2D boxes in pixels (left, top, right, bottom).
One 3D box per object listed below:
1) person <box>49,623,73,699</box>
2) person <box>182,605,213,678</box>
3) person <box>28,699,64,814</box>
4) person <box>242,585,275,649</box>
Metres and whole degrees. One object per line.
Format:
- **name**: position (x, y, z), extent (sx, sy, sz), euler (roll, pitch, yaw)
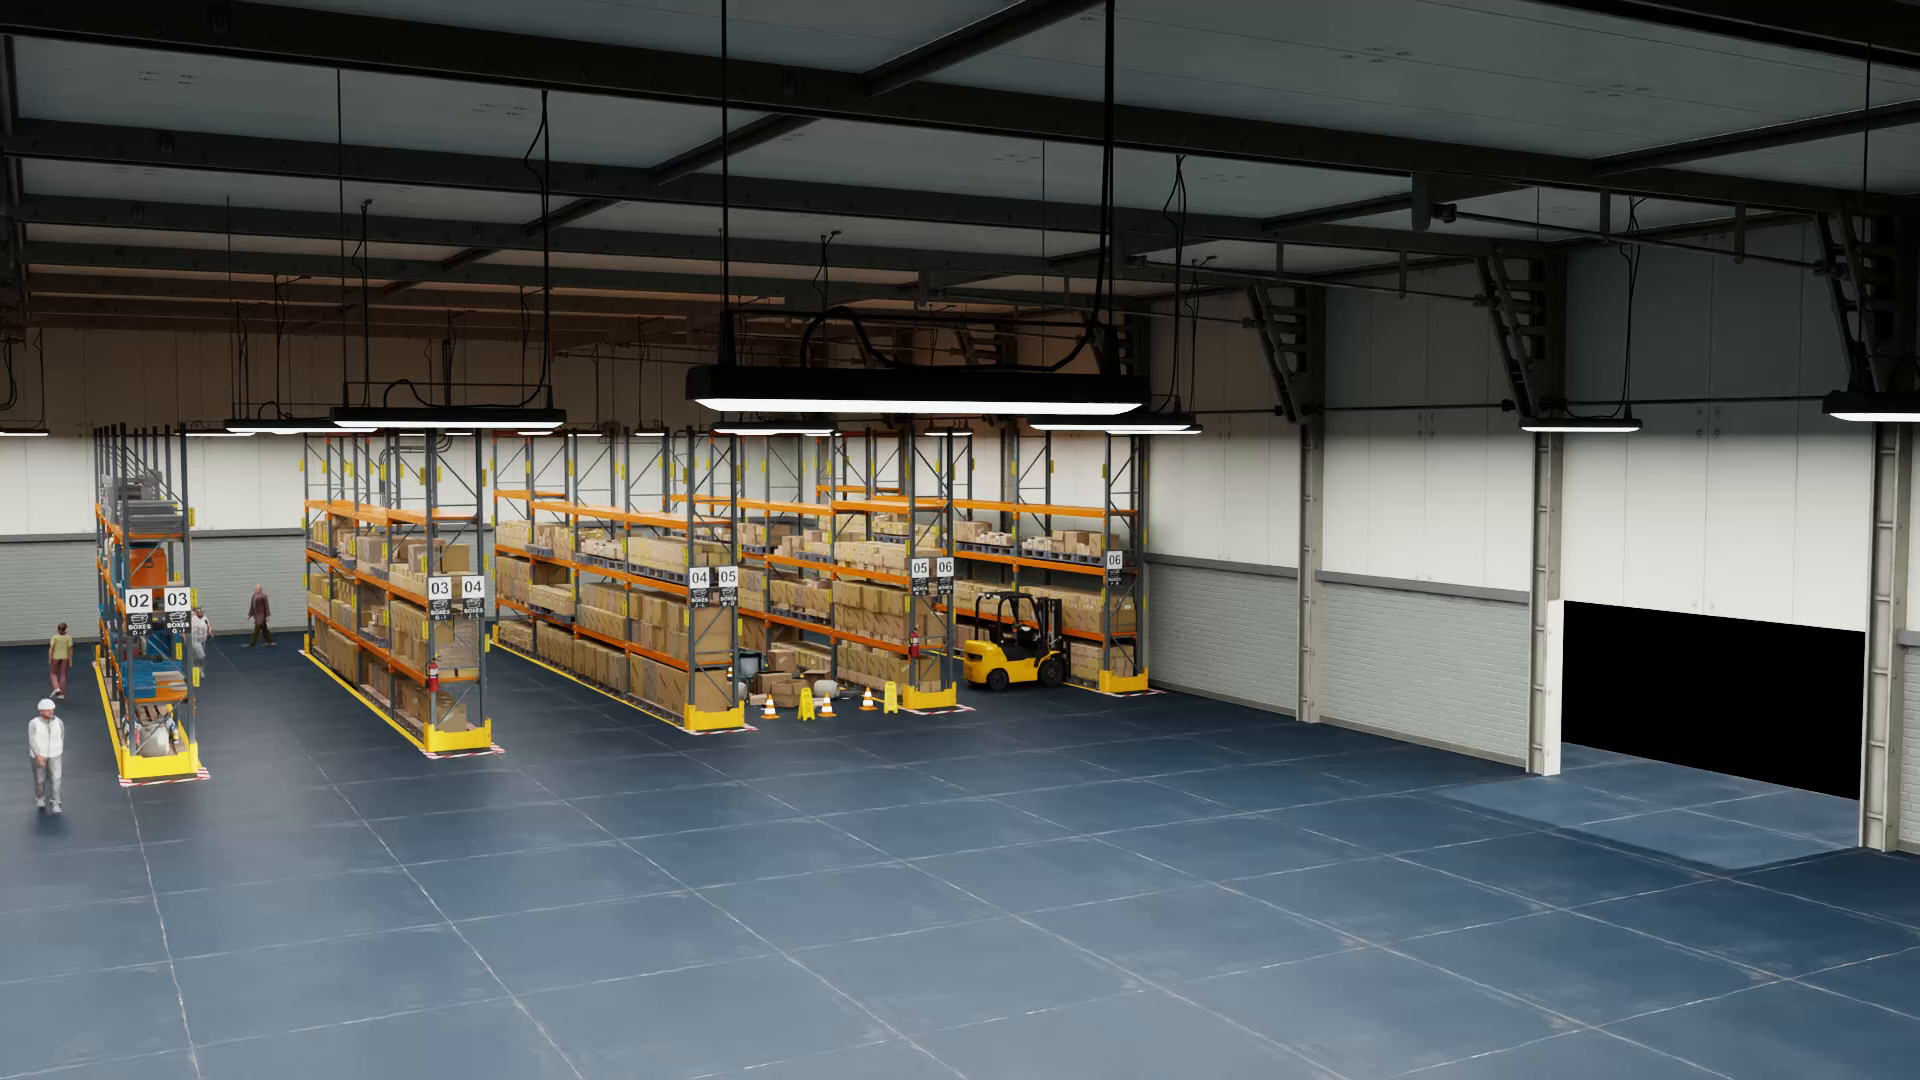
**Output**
- **person**: position (-19.799, 2.660, 36.637), extent (0.483, 1.671, 0.463), euler (-2, 4, -29)
- **person**: position (-18.393, 2.469, 40.034), extent (0.732, 1.813, 0.757), euler (1, 4, 22)
- **person**: position (-14.018, 3.298, 25.560), extent (0.524, 1.717, 0.967), euler (-3, 5, -41)
- **person**: position (-19.227, 2.089, 45.494), extent (0.618, 1.744, 1.000), euler (3, 4, 37)
